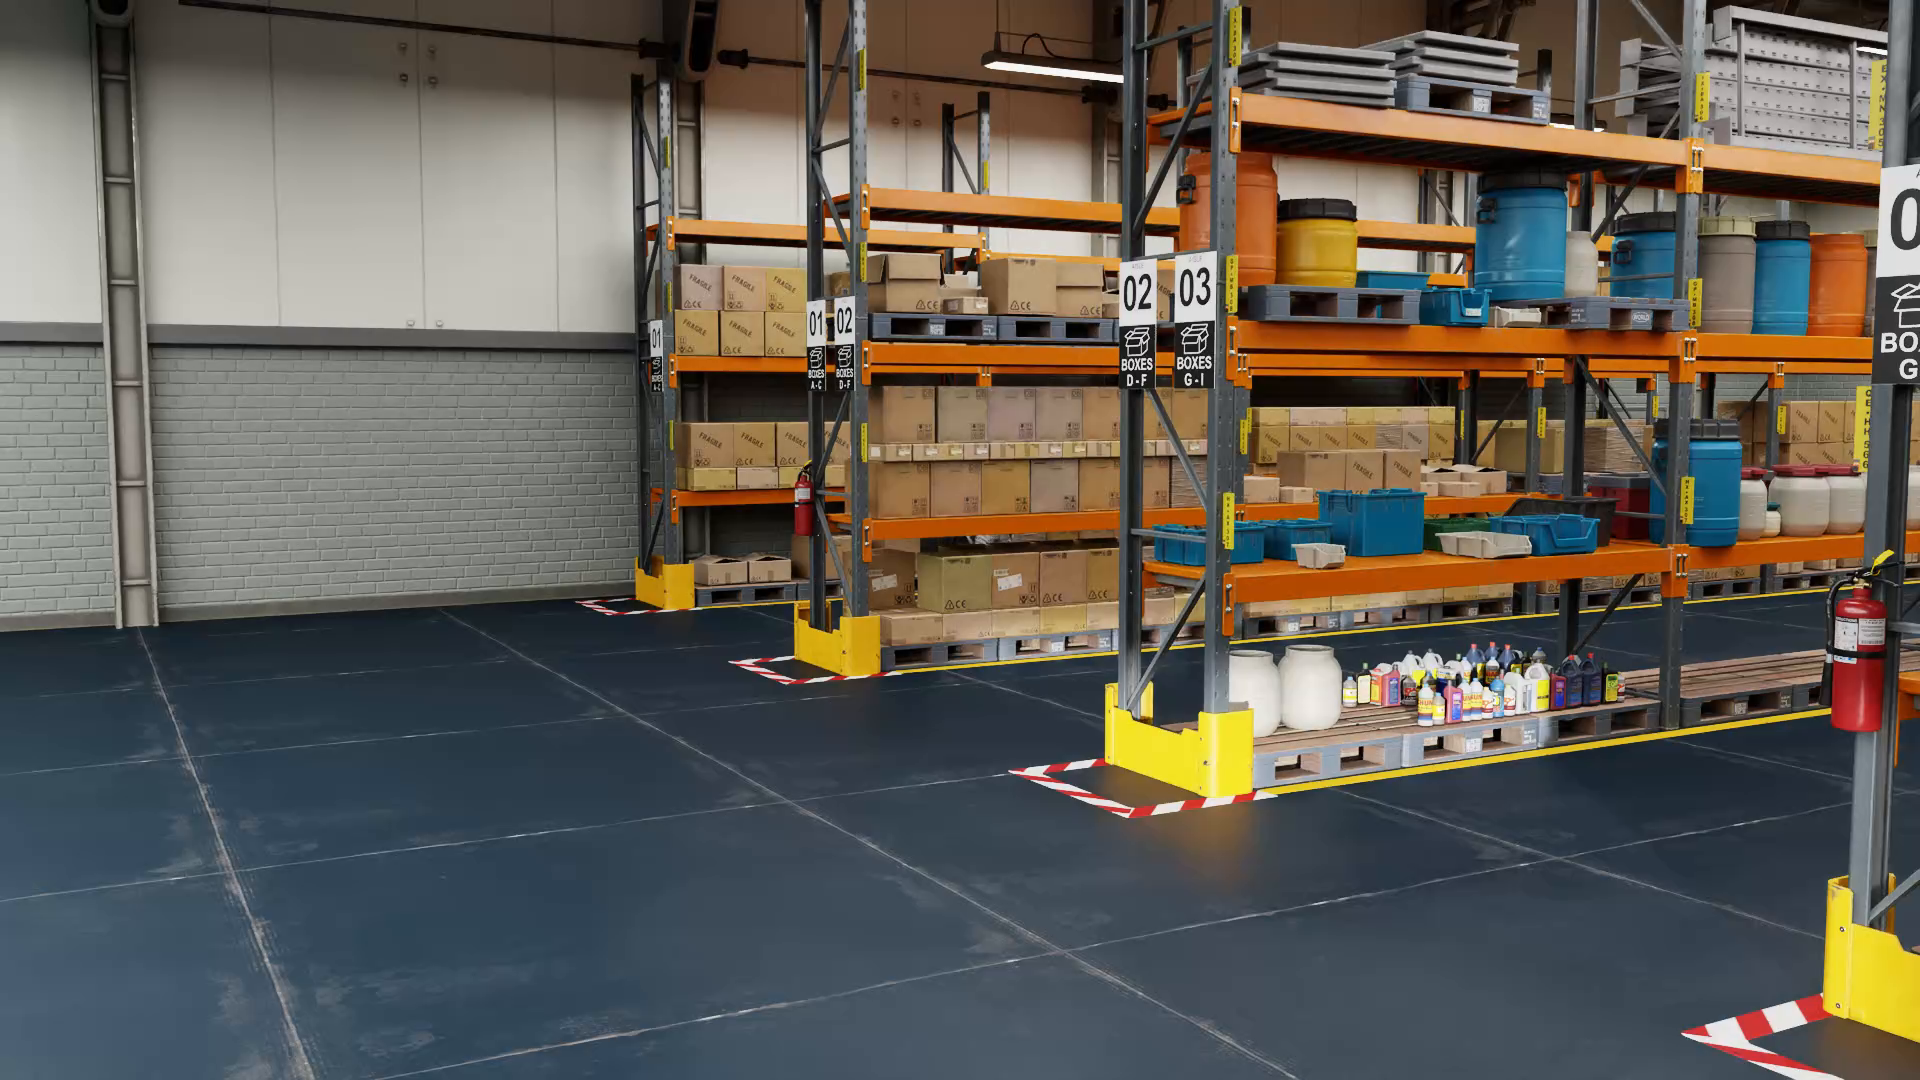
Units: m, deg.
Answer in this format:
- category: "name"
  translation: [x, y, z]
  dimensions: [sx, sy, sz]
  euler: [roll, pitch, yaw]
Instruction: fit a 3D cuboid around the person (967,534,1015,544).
- category: "person"
  translation: [0.365, -0.129, 18.613]
  dimensions: [0.619, 1.775, 0.446]
  euler: [-3, 6, -28]
